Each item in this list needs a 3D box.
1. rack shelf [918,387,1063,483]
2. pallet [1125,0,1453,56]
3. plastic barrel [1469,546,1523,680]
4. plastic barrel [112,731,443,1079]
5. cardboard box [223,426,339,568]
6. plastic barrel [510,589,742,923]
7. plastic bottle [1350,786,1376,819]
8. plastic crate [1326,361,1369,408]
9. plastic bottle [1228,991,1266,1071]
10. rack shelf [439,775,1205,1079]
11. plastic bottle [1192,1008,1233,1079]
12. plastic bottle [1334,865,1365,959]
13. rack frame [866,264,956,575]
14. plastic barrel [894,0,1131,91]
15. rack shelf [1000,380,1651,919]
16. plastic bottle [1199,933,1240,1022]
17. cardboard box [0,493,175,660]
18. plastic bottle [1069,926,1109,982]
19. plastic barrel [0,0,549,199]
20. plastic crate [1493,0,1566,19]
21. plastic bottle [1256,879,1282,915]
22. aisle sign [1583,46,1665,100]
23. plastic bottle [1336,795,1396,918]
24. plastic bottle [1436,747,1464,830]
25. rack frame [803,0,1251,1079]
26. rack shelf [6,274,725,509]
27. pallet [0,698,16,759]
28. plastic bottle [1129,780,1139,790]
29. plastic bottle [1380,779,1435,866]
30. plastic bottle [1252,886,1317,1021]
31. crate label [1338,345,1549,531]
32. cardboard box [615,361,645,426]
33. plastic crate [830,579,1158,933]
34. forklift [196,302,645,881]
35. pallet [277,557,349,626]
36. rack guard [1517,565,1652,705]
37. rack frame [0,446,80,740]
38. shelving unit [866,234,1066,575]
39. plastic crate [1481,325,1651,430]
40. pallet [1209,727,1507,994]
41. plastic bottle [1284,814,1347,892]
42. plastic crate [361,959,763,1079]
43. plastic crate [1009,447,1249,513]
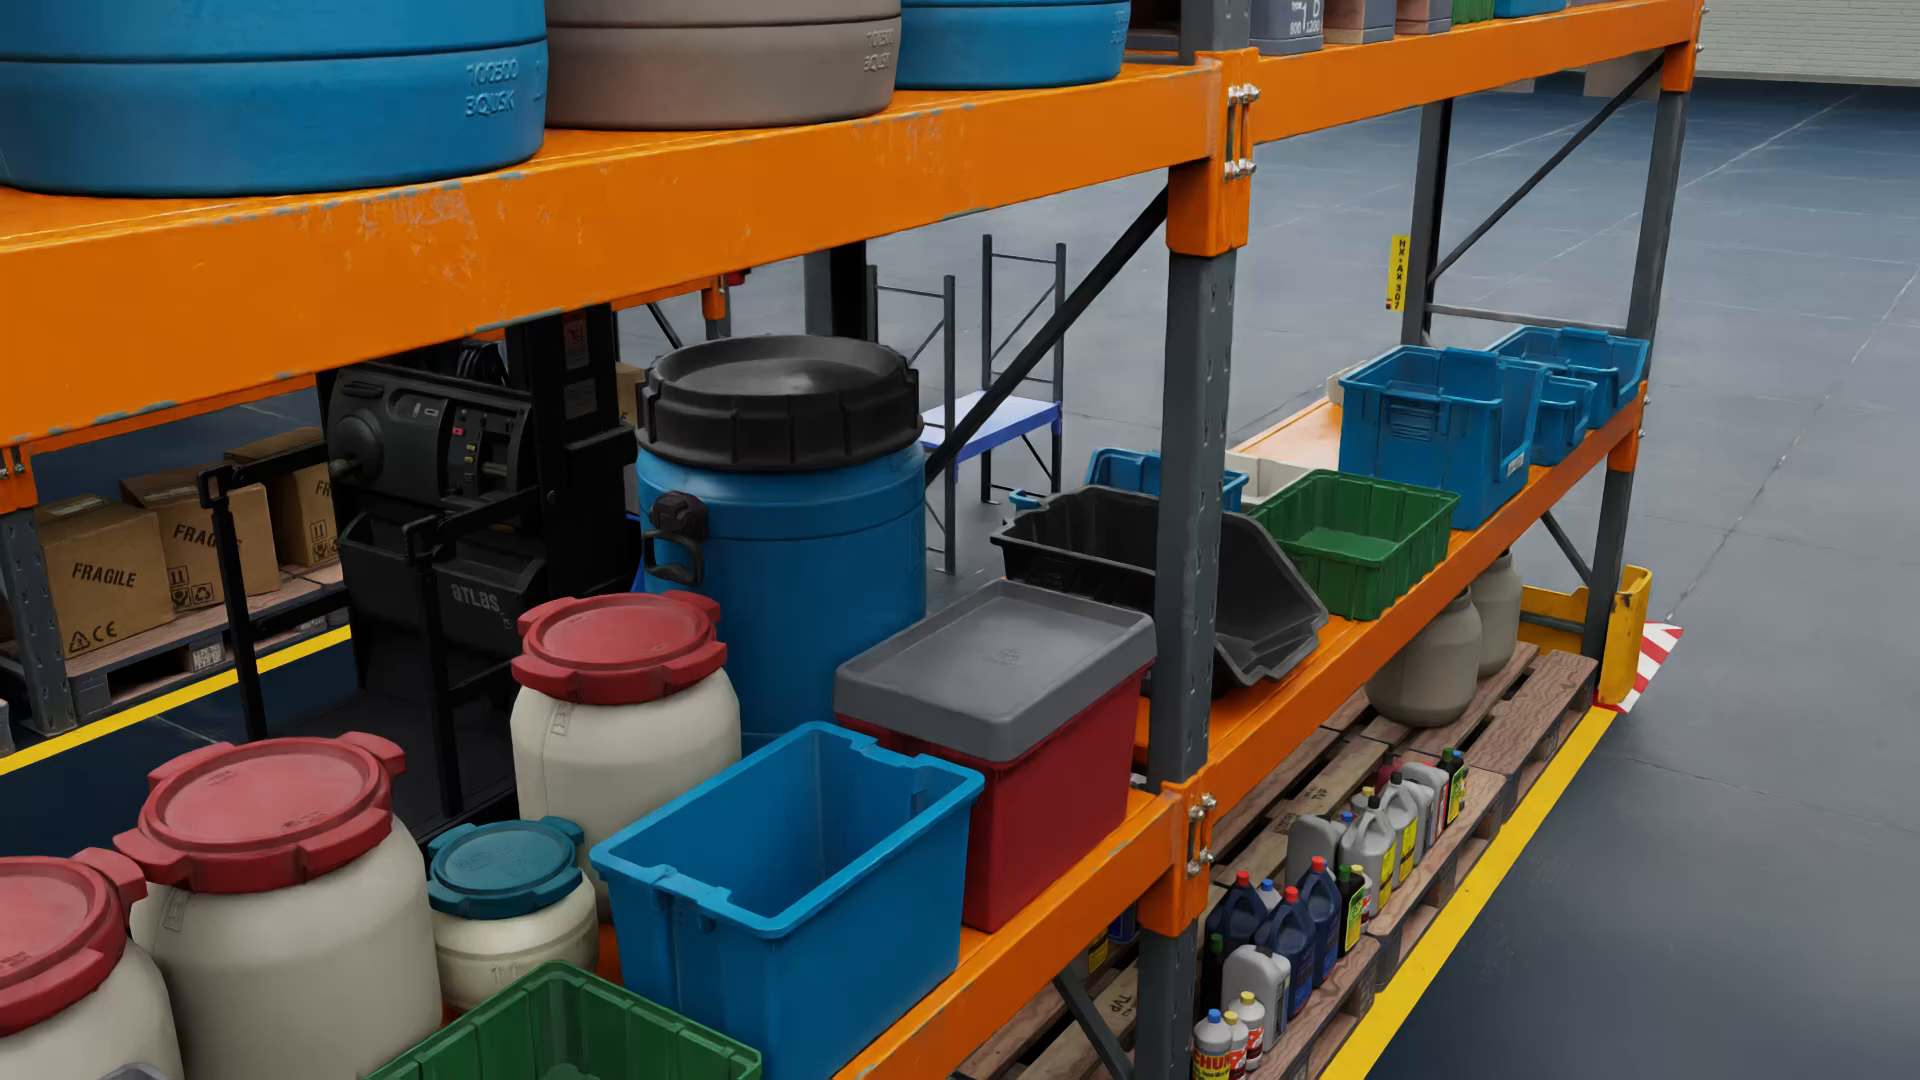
[{"bbox_3d":[0.048,-0.559,8.633,0.538,0.185,1.000,13,24,32],"label":"rack shelf"},{"bbox_3d":[0.420,-1.304,3.915,1.213,0.211,1.003,13,24,32],"label":"pallet"},{"bbox_3d":[2.037,0.266,6.702,0.421,0.512,0.421,0,20,0],"label":"plastic barrel"},{"bbox_3d":[-1.037,0.619,2.572,0.433,0.535,0.433,0,20,0],"label":"plastic barrel"},{"bbox_3d":[-3.144,-0.216,8.024,0.500,0.500,0.500,11,23,27],"label":"cardboard box"},{"bbox_3d":[-0.624,0.408,3.141,0.433,0.535,0.433,0,20,0],"label":"plastic barrel"},{"bbox_3d":[1.318,0.899,5.410,0.097,0.201,0.097,0,20,0],"label":"plastic bottle"},{"bbox_3d":[1.574,-0.590,6.415,0.298,0.136,0.250,13,24,32],"label":"plastic crate"},{"bbox_3d":[0.751,1.282,4.374,0.097,0.201,0.097,0,20,0],"label":"plastic bottle"},{"bbox_3d":[-1.029,1.152,2.365,1.077,0.370,4.000,13,24,32],"label":"rack shelf"},{"bbox_3d":[0.636,1.308,4.204,0.097,0.271,0.097,0,20,0],"label":"plastic bottle"},{"bbox_3d":[1.125,1.064,4.846,0.061,0.283,0.133,15,25,34],"label":"plastic bottle"},{"bbox_3d":[-0.238,-0.582,8.177,0.500,1.500,0.032,13,24,32],"label":"rack frame"},{"bbox_3d":[-0.012,-1.213,2.675,0.600,0.901,0.708,13,24,32],"label":"plastic barrel"},{"bbox_3d":[1.219,0.004,5.467,1.077,0.370,4.000,13,24,32],"label":"rack shelf"},{"bbox_3d":[0.707,1.183,4.523,0.061,0.283,0.133,13,24,32],"label":"plastic bottle"},{"bbox_3d":[-3.744,0.143,7.053,0.500,0.500,0.500,12,24,30],"label":"cardboard box"},{"bbox_3d":[0.338,1.064,4.750,0.144,0.351,0.185,13,24,32],"label":"plastic bottle"},{"bbox_3d":[-0.747,-0.838,1.660,0.600,0.901,0.708,13,24,32],"label":"plastic barrel"},{"bbox_3d":[1.520,-1.701,4.738,0.392,0.384,0.575,13,24,32],"label":"plastic crate"},{"bbox_3d":[0.873,1.098,4.772,0.097,0.271,0.097,0,20,0],"label":"plastic bottle"},{"bbox_3d":[2.629,-2.089,6.342,0.394,0.787,0.004,13,24,32],"label":"aisle sign"},{"bbox_3d":[1.237,0.950,5.058,0.144,0.351,0.185,13,24,31],"label":"plastic bottle"},{"bbox_3d":[1.623,0.810,5.533,0.061,0.283,0.133,14,24,33],"label":"plastic bottle"},{"bbox_3d":[0.092,0.240,3.793,0.949,2.616,0.053,13,24,32],"label":"rack frame"},{"bbox_3d":[-2.877,-0.962,8.079,1.077,0.370,4.000,13,24,32],"label":"rack shelf"},{"bbox_3d":[-4.438,0.806,6.282,1.003,0.211,1.213,13,24,32],"label":"pallet"},{"bbox_3d":[0.508,0.888,5.225,0.144,0.351,0.185,13,24,31],"label":"plastic bottle"},{"bbox_3d":[1.431,0.883,5.346,0.152,0.276,0.135,13,24,30],"label":"plastic bottle"},{"bbox_3d":[0.892,1.126,4.582,0.144,0.351,0.185,14,25,33],"label":"plastic bottle"},{"bbox_3d":[1.532,-0.343,5.318,0.502,0.435,0.616,13,24,32],"label":"crate label"},{"bbox_3d":[-2.118,-0.722,9.391,0.500,0.500,0.500,19,28,42],"label":"cardboard box"},{"bbox_3d":[0.076,0.409,3.243,0.402,0.464,0.583,13,24,32],"label":"plastic crate"},{"bbox_3d":[-1.905,-0.325,5.419,1.130,2.935,3.031,12,24,30],"label":"forklift"},{"bbox_3d":[-2.968,0.031,8.376,1.003,0.211,1.213,13,24,32],"label":"pallet"},{"bbox_3d":[2.340,0.296,7.244,1.175,0.500,0.348,13,24,32],"label":"rack guard"},{"bbox_3d":[-4.001,-0.725,6.403,1.000,3.000,0.127,13,24,32],"label":"rack frame"},{"bbox_3d":[0.048,-0.728,8.571,0.538,1.500,1.048,13,24,32],"label":"shelving unit"},{"bbox_3d":[2.309,-0.636,6.374,0.499,0.251,0.616,13,24,32],"label":"plastic crate"},{"bbox_3d":[1.192,1.012,5.724,1.003,0.211,1.213,13,24,32],"label":"pallet"},{"bbox_3d":[1.100,0.963,5.130,0.152,0.276,0.135,13,24,32],"label":"plastic bottle"},{"bbox_3d":[-0.651,0.895,2.328,0.450,0.188,0.662,13,24,32],"label":"plastic crate"},{"bbox_3d":[0.492,-0.060,4.819,0.499,0.251,0.616,13,24,32],"label":"plastic crate"}]
